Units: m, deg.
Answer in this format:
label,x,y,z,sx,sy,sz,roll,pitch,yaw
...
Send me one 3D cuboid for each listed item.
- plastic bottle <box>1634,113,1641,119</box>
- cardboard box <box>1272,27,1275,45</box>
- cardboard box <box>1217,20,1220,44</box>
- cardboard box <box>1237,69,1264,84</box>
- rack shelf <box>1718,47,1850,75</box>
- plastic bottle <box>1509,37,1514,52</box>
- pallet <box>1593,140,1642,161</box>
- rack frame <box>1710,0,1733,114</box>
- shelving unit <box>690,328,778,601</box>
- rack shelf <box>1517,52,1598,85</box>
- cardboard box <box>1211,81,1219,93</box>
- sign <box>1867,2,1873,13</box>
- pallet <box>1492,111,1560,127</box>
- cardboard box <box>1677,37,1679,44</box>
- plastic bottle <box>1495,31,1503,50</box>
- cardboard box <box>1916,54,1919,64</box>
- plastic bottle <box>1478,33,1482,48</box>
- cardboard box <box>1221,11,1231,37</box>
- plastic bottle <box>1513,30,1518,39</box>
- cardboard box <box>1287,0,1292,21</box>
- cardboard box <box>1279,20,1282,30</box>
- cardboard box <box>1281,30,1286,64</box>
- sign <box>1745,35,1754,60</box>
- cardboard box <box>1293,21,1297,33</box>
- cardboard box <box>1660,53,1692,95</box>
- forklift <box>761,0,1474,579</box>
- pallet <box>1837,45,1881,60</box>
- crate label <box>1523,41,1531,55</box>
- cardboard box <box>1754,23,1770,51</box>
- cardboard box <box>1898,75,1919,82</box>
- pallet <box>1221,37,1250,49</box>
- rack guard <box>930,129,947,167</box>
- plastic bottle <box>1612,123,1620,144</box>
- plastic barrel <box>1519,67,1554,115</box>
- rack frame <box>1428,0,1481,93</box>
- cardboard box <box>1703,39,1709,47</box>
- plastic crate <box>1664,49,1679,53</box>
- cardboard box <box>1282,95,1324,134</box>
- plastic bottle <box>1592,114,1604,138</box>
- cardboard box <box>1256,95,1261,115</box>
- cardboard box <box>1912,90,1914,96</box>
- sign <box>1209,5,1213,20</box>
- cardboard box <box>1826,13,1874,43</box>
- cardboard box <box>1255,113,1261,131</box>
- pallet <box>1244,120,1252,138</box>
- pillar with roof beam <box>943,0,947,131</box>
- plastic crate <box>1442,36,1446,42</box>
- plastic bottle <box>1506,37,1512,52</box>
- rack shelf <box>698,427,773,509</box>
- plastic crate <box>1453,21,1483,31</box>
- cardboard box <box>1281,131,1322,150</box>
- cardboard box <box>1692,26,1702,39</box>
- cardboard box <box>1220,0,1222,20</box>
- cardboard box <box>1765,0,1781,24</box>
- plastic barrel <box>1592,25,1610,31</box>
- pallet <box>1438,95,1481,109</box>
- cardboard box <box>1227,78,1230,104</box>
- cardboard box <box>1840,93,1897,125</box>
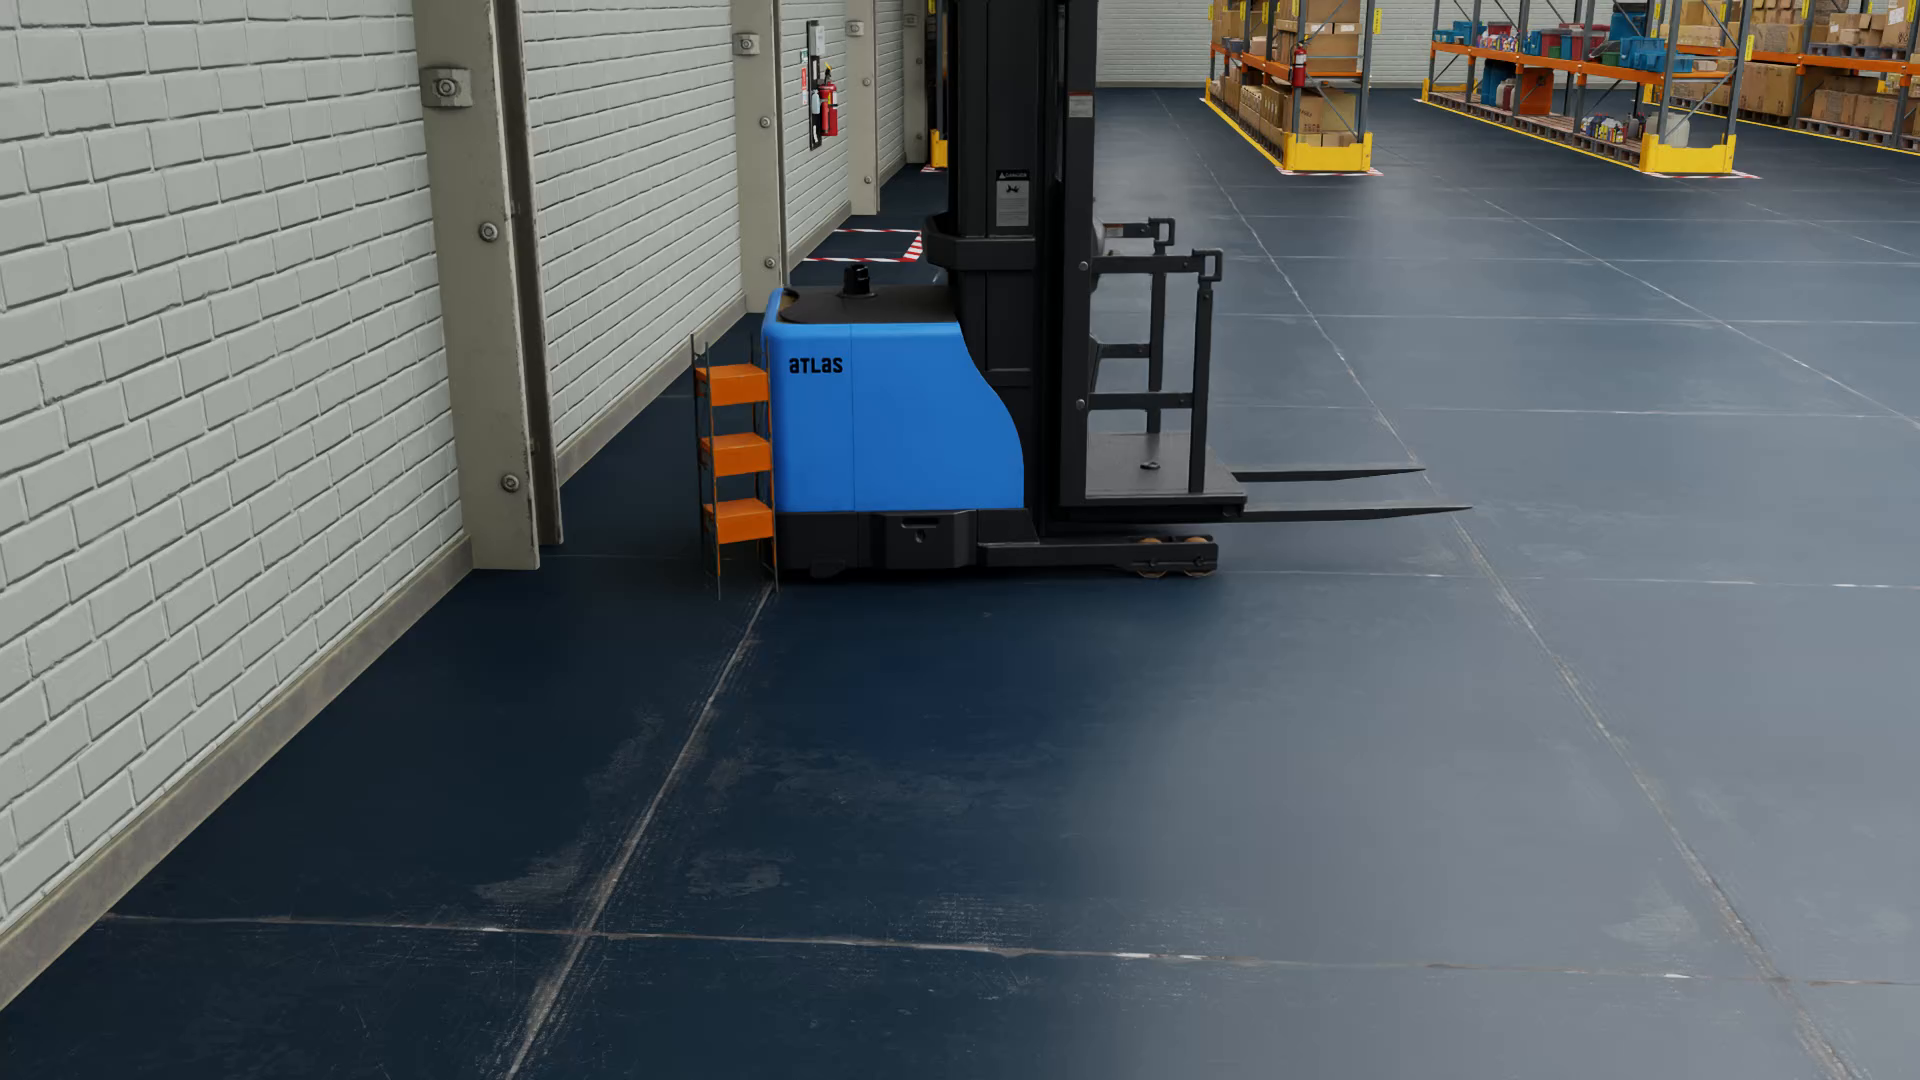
label,x,y,z,sx,sy,sz,roll,pitch,yaw
plastic bottle,10.579,-6.483,25.937,0.144,0.351,0.185,1,18,2
cardboard box,5.543,-8.455,28.250,0.500,0.500,0.500,1,18,4
cardboard box,5.855,-11.022,36.082,0.500,0.500,0.500,2,18,5
cardboard box,5.517,-8.784,31.516,0.500,0.250,0.500,2,18,6
rack shelf,15.708,-9.150,31.685,1.077,0.370,4.000,1,18,4
plastic bottle,10.285,-9.223,30.959,0.097,0.271,0.097,0,18,0
pallet,10.163,-5.826,24.864,1.003,0.211,1.213,1,18,4
rack frame,15.852,-10.113,33.469,1.000,3.000,0.127,1,18,4
shelving unit,-0.901,-0.300,6.653,0.252,1.050,0.215,-9,20,-25
rack shelf,10.481,-8.018,28.231,1.077,0.370,4.000,1,18,4
cardboard box,5.900,-10.162,37.328,0.500,0.250,0.500,1,18,4
sign,16.107,-9.374,29.481,0.100,0.325,0.005,1,18,4
pallet,10.640,-7.902,31.199,1.003,0.211,1.213,1,18,4
cardboard box,15.712,-10.814,36.011,0.380,0.149,0.250,1,18,3
plastic bottle,10.386,-9.595,31.968,0.144,0.351,0.185,1,18,4
cardboard box,14.932,-7.371,25.506,0.380,0.149,0.250,1,18,4
plastic bottle,10.450,-10.022,33.379,0.061,0.283,0.133,1,18,4
cardboard box,5.714,-10.440,33.632,0.700,0.500,0.500,-5,19,-15
plastic bottle,11.028,-9.910,32.930,0.144,0.351,0.185,1,18,4
cardboard box,5.301,-8.064,24.972,0.700,0.500,0.500,1,18,4
cardboard box,5.151,-7.969,25.724,0.380,0.149,0.250,1,18,2
cardboard box,5.341,-7.596,25.627,0.700,0.500,0.500,1,18,3
sign,10.600,-6.614,22.347,0.100,0.325,0.005,1,18,4
cardboard box,5.022,-7.407,24.009,0.380,0.149,0.250,2,18,6
cardboard box,16.172,-10.345,36.913,0.875,0.875,0.875,1,18,4
forklift,0.678,-1.396,6.976,3.031,2.935,1.130,-1,18,-4
pallet,15.464,-8.164,27.828,1.003,0.211,1.213,1,18,4
crate label,10.221,-8.779,29.667,0.303,0.233,0.416,1,18,4
cardboard box,15.466,-9.551,31.593,0.500,0.500,0.500,2,18,5
cardboard box,20.656,-10.022,36.139,0.380,0.149,0.250,1,18,4
pallet,5.805,-9.998,33.427,1.003,0.211,1.213,1,18,4
rack guard,0.175,-5.553,23.568,1.175,0.500,0.348,1,18,4
plastic bottle,9.736,-6.032,24.669,0.061,0.283,0.133,2,18,5
plastic barrel,10.643,-8.302,30.752,0.600,0.830,0.708,1,18,4
rack frame,11.198,-11.466,37.597,1.000,3.000,0.127,1,18,4
cardboard box,15.584,-10.255,34.306,0.380,0.149,0.250,1,18,3
plastic crate,10.529,-7.318,25.179,0.499,0.251,0.616,1,18,4
cardboard box,4.853,-6.031,23.548,0.500,0.500,0.500,1,18,4
plastic bottle,9.853,-6.389,25.652,0.144,0.351,0.185,1,18,2
cardboard box,5.141,-7.142,27.243,0.500,0.311,0.500,1,18,4
cardboard box,20.723,-9.584,35.758,0.380,0.149,0.250,1,18,4
sign,5.717,-12.001,37.841,0.100,0.325,0.005,1,18,4
cardboard box,15.566,-8.949,29.082,0.500,0.500,0.500,-1,18,-3
cardboard box,5.138,-6.879,27.340,0.500,0.250,0.500,1,18,3
pallet,5.496,-7.135,28.859,1.003,0.211,1.213,1,18,4
pillar with roof beam,4.081,-11.573,28.289,9.100,9.000,0.400,1,18,4
plastic crate,10.698,-10.991,36.476,0.250,0.136,0.298,1,18,4
plastic bottle,10.299,-9.283,31.143,0.097,0.271,0.097,0,18,0
rack shelf,-0.901,-0.290,6.656,0.240,0.259,0.215,-9,20,-25
plastic crate,11.361,-11.403,37.253,0.616,0.435,0.499,1,18,4
cardboard box,4.855,-5.674,23.664,0.500,0.250,0.500,1,18,4
cardboard box,15.693,-10.645,34.857,0.500,0.250,0.500,2,18,5
cardboard box,5.820,-11.336,35.436,0.500,0.500,0.500,1,18,4
cardboard box,15.725,-10.032,31.451,0.797,0.503,0.637,2,18,6
plastic barrel,10.678,-8.323,27.790,0.433,0.535,0.433,0,18,0
pallet,11.010,-9.507,36.099,1.003,0.211,1.213,1,18,4
cardboard box,5.666,-9.046,33.520,0.500,0.500,0.500,2,18,5
cardboard box,15.476,-7.334,28.297,0.700,0.500,0.500,3,18,9
